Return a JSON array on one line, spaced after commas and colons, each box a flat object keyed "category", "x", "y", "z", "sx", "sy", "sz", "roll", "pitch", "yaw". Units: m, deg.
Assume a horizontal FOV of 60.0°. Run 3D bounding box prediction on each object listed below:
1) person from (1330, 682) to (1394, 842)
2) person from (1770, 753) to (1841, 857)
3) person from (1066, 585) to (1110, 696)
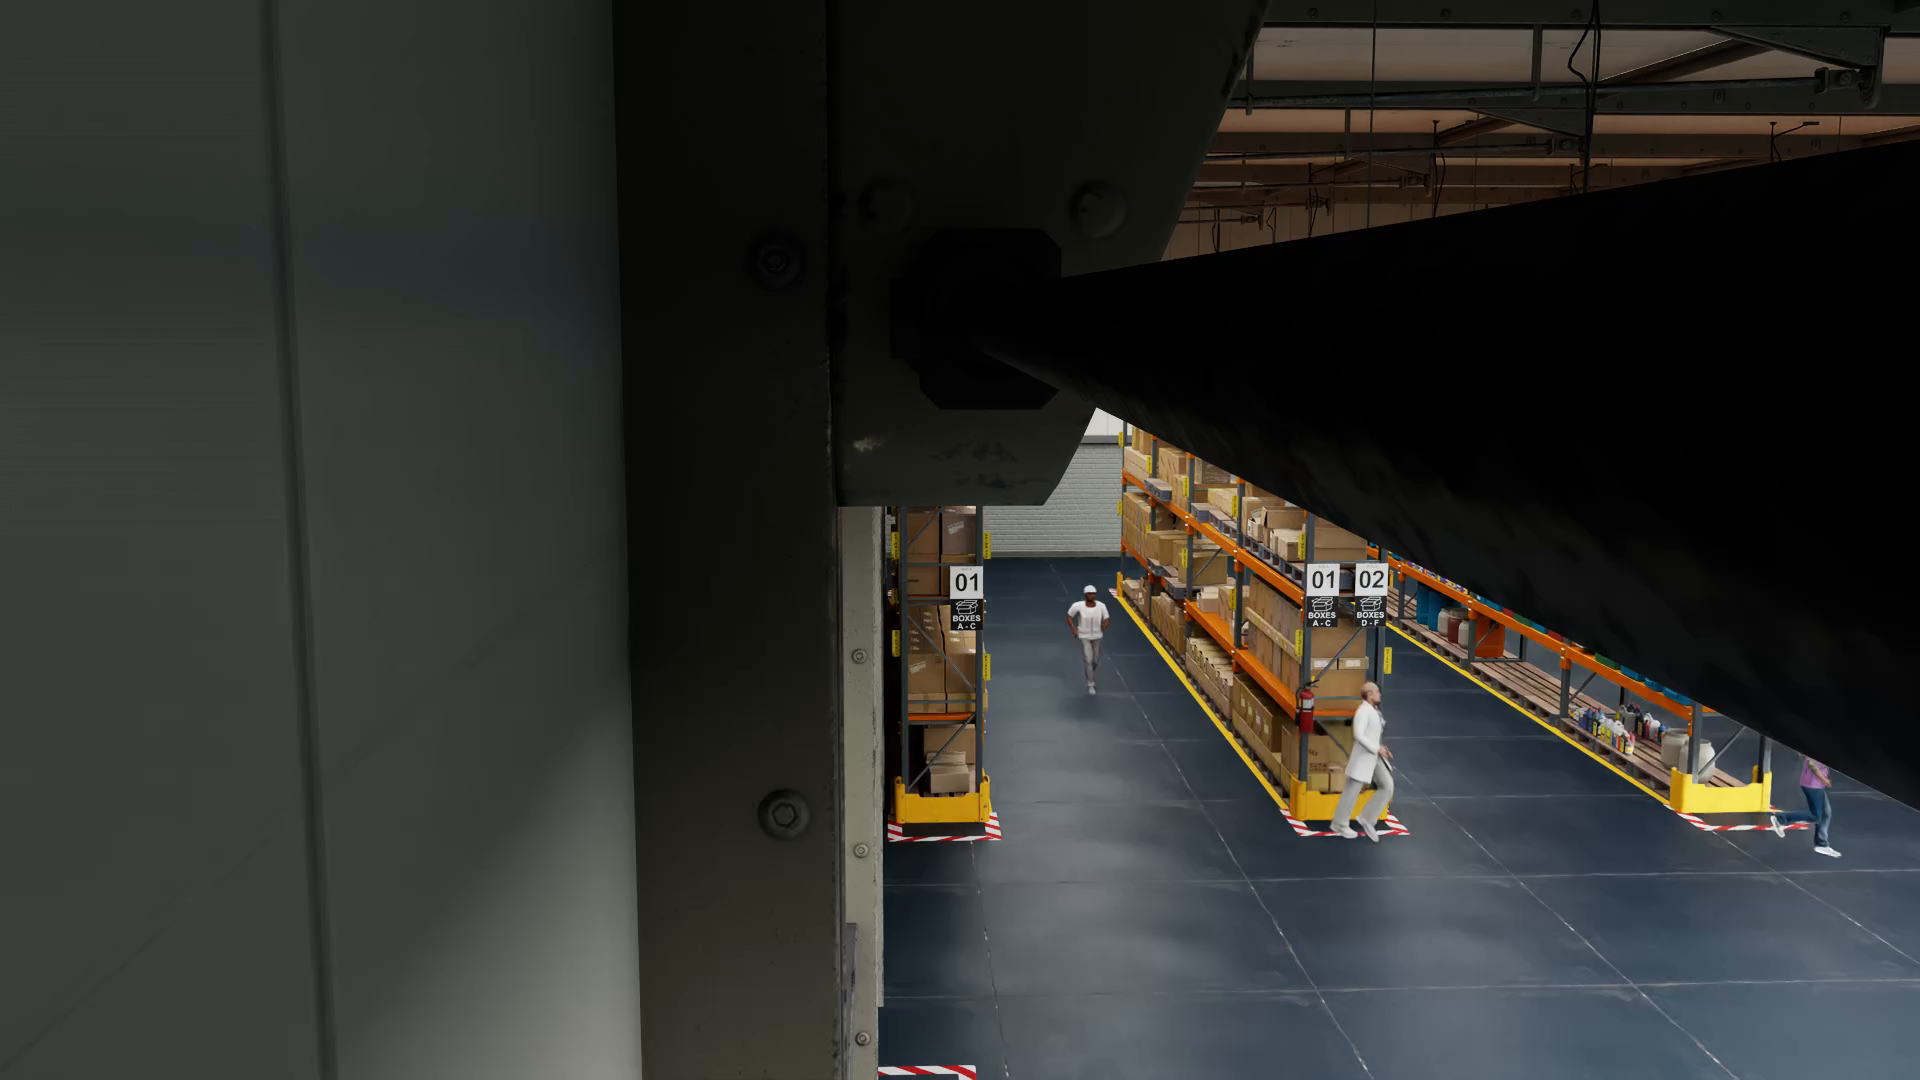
[{"category": "person", "x": 4.674, "y": 2.537, "z": 19.128, "sx": 0.678, "sy": 1.811, "sz": 0.772, "roll": 5, "pitch": 9, "yaw": 30}, {"category": "person", "x": 9.876, "y": 2.863, "z": 19.353, "sx": 0.753, "sy": 1.583, "sz": 0.566, "roll": 3, "pitch": 9, "yaw": 22}, {"category": "person", "x": 2.131, "y": 1.614, "z": 27.425, "sx": 0.701, "sy": 1.768, "sz": 0.826, "roll": -1, "pitch": 8, "yaw": -10}]
